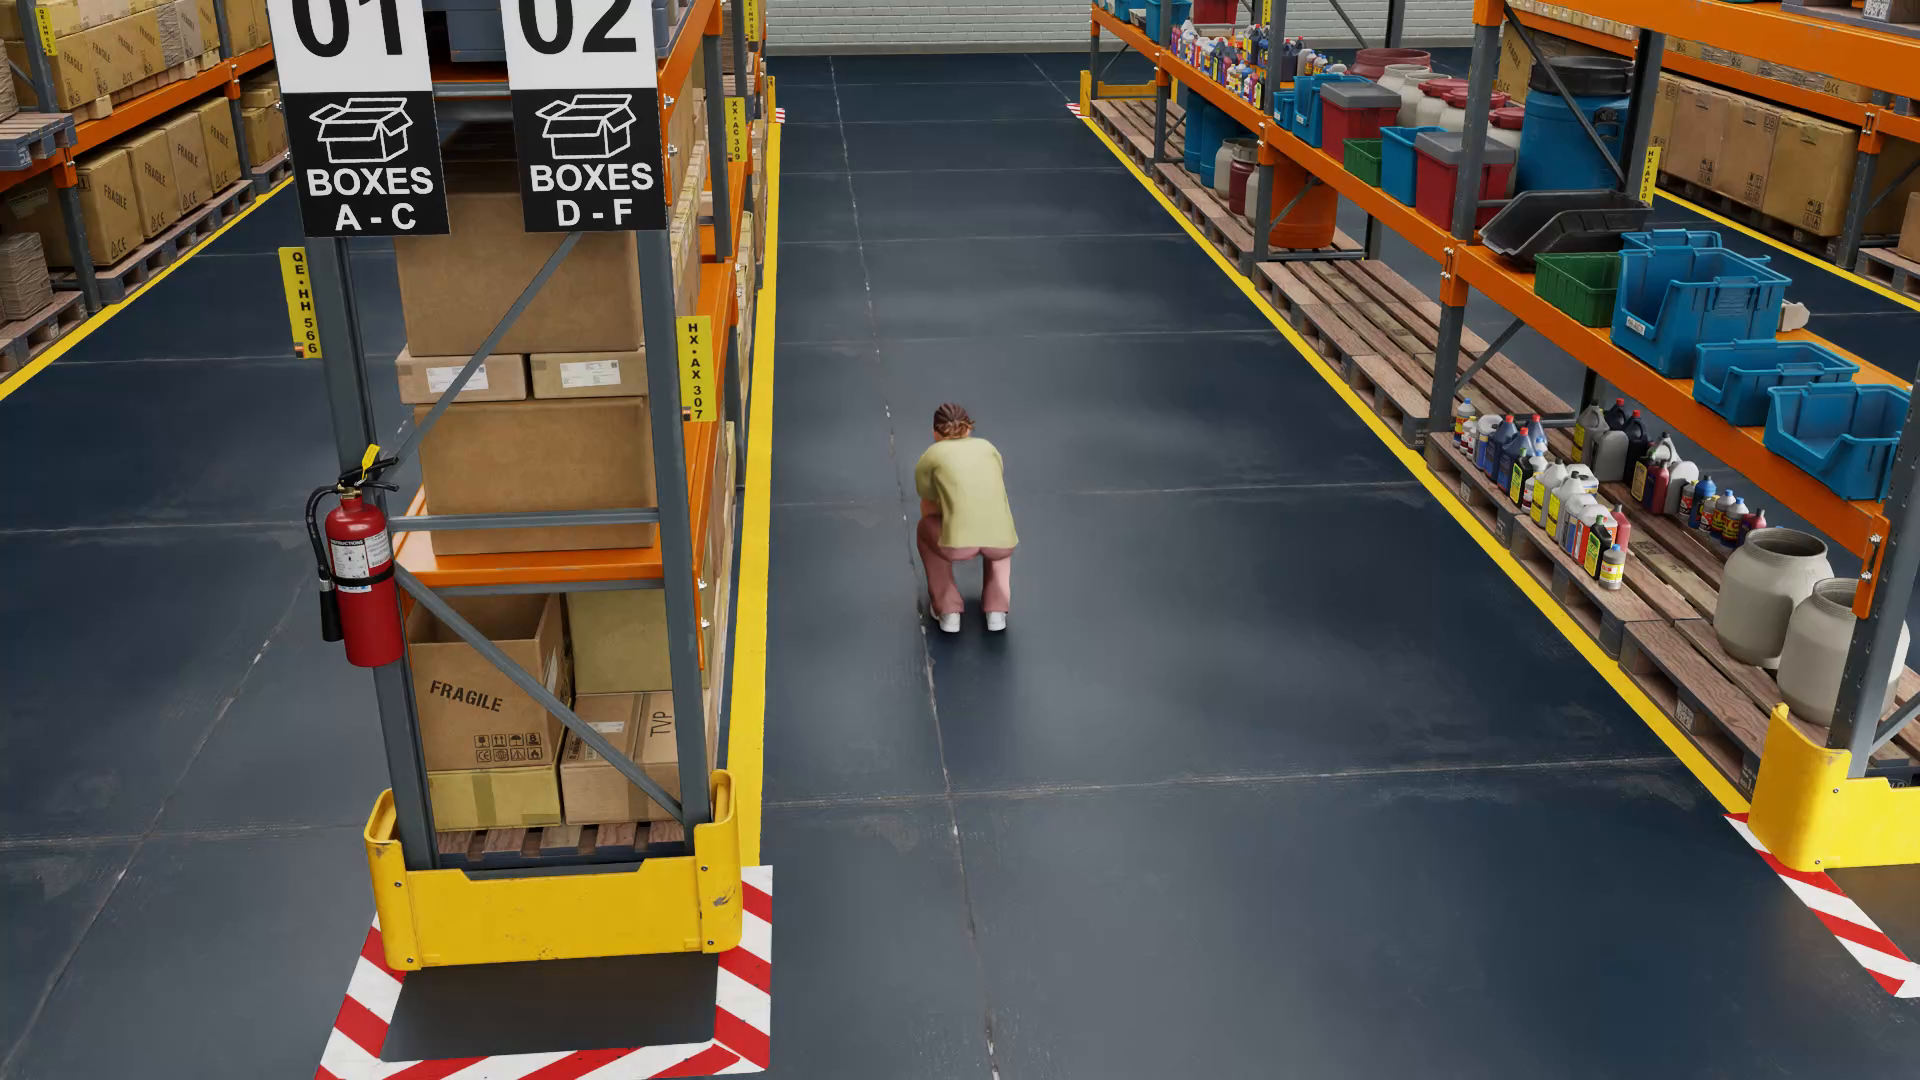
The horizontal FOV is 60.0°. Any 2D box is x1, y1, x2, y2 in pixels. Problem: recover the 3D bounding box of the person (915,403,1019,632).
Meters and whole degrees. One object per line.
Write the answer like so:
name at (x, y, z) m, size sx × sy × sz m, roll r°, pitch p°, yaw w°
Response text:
person at (0.028, -0.105, 7.771) m, size 0.459 × 0.931 × 0.830 m, roll -3°, pitch 24°, yaw -6°
